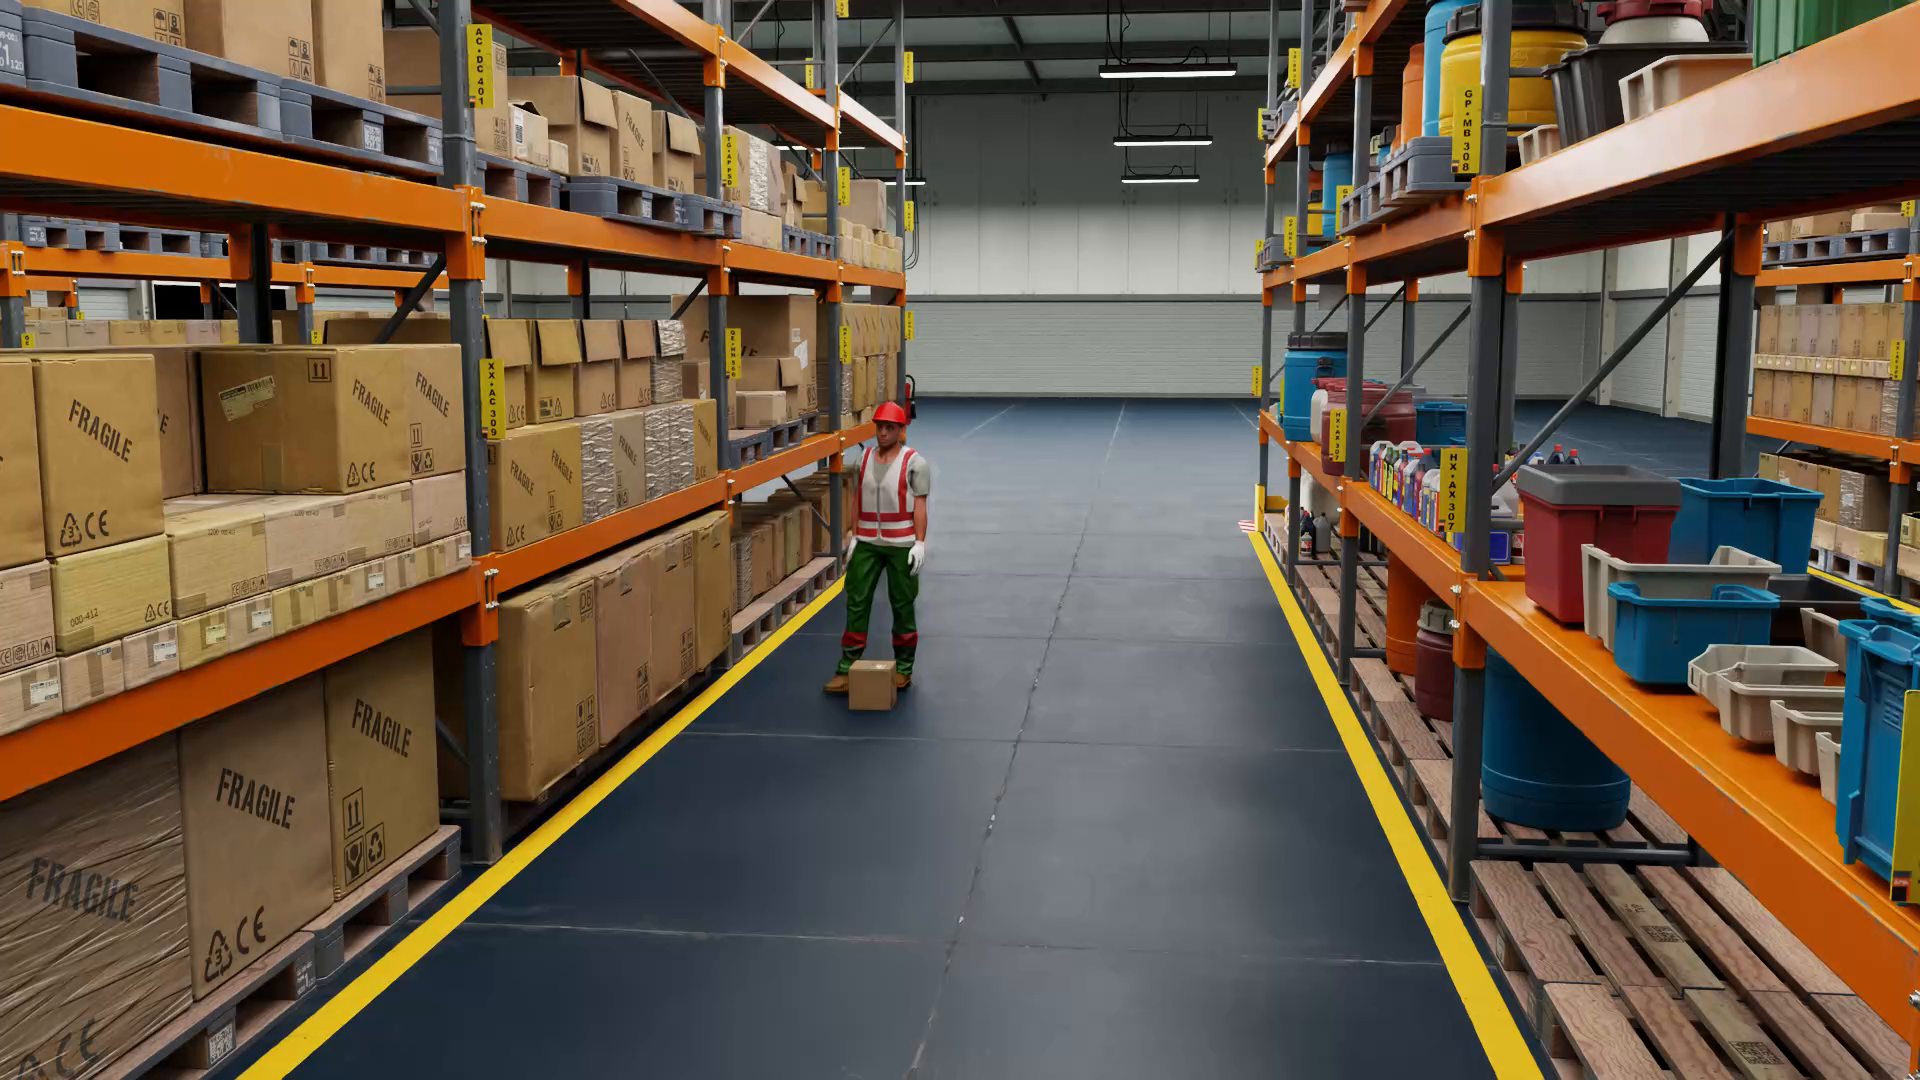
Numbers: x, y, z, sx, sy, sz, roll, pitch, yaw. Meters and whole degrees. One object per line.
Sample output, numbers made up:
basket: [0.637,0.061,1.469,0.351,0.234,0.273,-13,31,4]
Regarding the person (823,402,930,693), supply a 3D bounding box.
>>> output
person: [-0.508,0.053,10.226,0.566,1.791,0.600,2,8,17]
